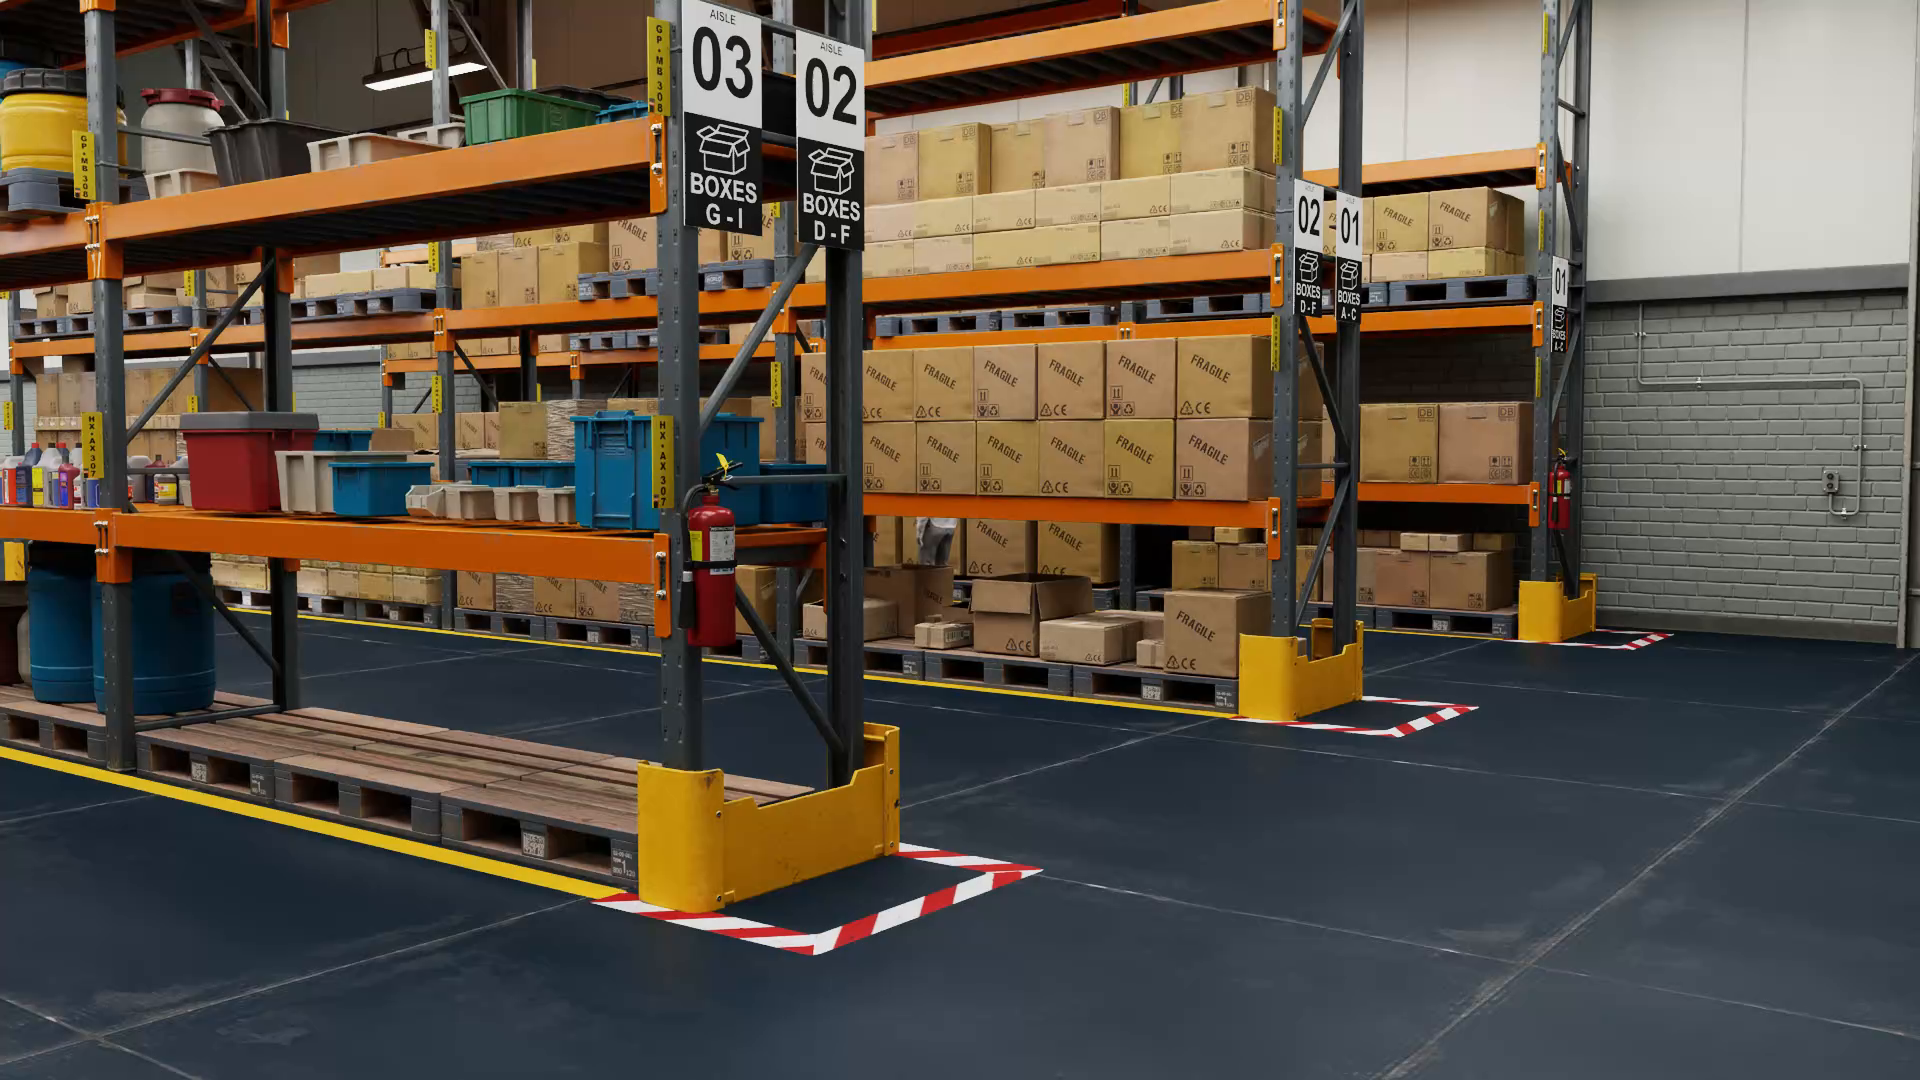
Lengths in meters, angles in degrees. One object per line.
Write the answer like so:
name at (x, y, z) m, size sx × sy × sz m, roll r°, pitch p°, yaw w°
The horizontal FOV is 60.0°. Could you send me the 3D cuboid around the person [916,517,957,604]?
person at (-0.256, -0.091, 15.708) m, size 0.415 × 1.661 × 0.538 m, roll 2°, pitch 4°, yaw 33°
